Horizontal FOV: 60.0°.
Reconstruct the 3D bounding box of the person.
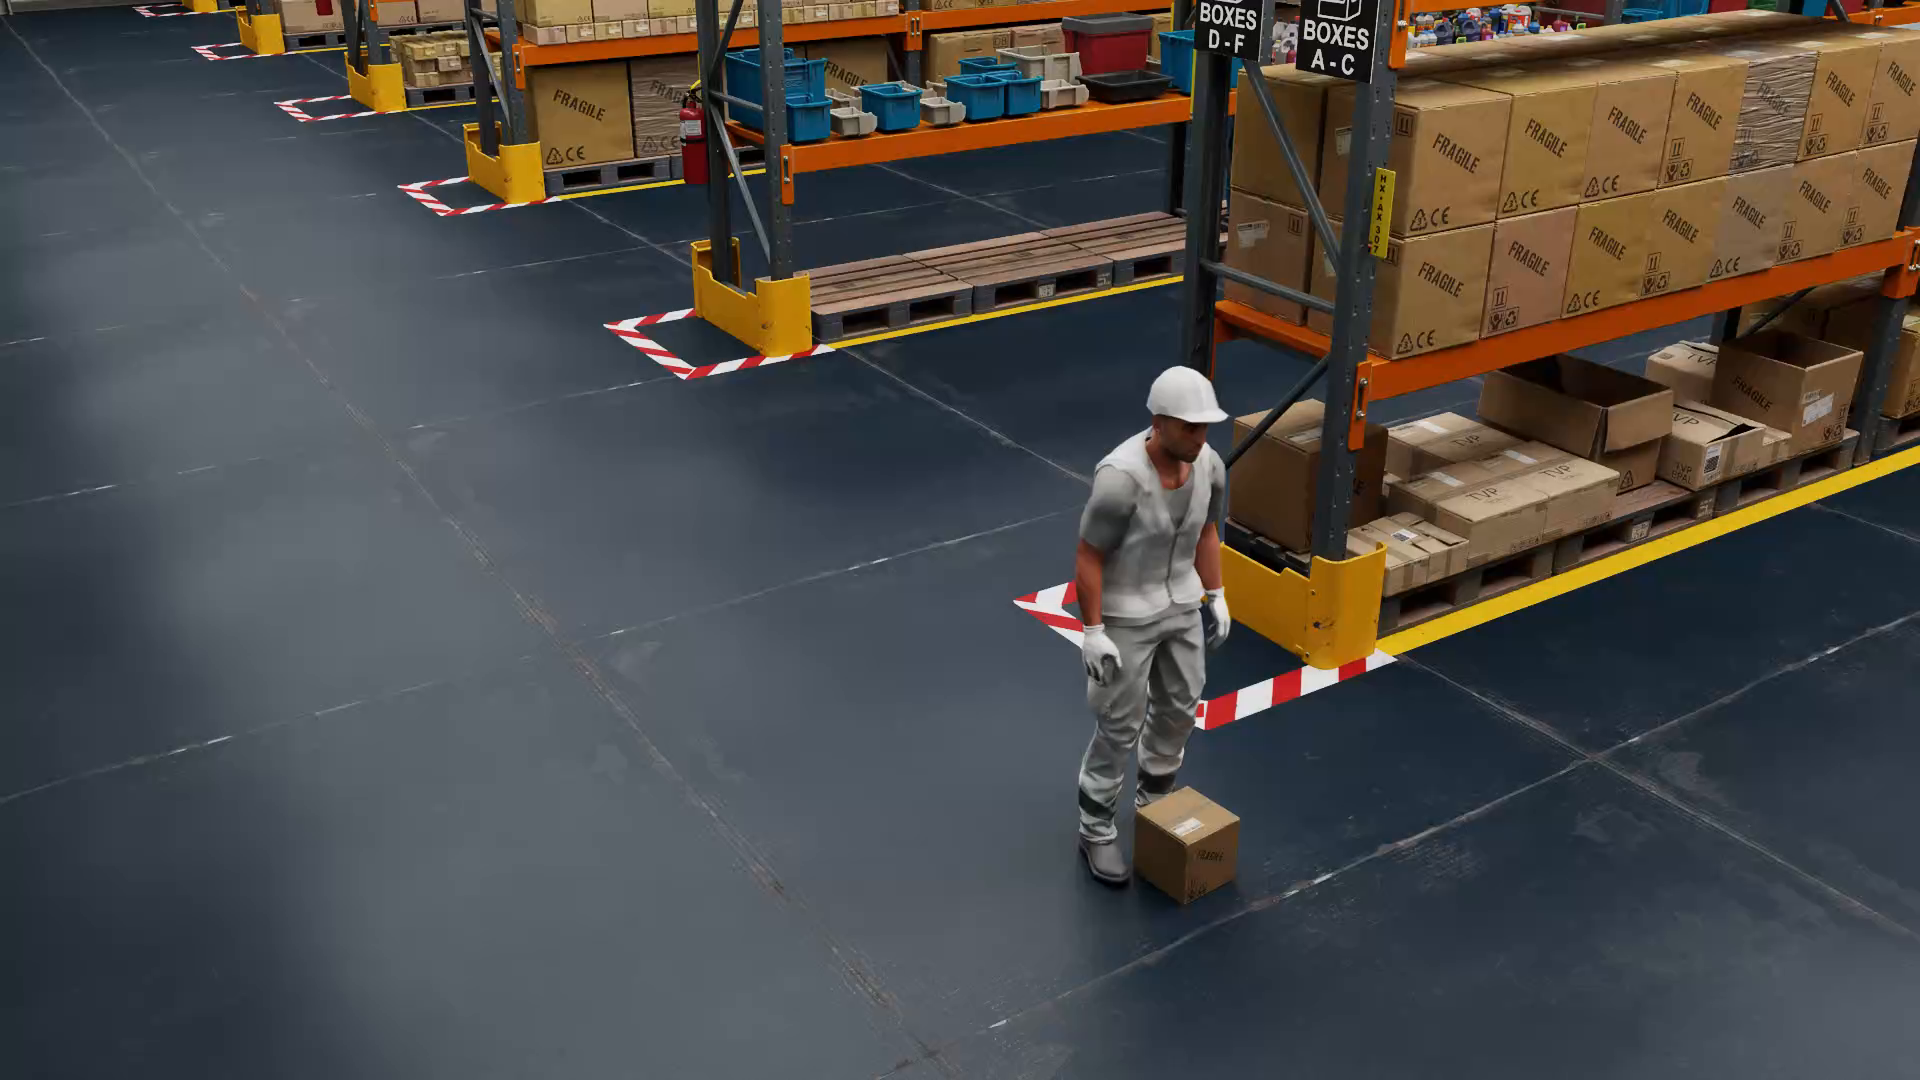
[{"bbox_3d":[0.642,0.266,5.516,0.609,1.780,0.448,-15,29,-29],"label":"person"}]
